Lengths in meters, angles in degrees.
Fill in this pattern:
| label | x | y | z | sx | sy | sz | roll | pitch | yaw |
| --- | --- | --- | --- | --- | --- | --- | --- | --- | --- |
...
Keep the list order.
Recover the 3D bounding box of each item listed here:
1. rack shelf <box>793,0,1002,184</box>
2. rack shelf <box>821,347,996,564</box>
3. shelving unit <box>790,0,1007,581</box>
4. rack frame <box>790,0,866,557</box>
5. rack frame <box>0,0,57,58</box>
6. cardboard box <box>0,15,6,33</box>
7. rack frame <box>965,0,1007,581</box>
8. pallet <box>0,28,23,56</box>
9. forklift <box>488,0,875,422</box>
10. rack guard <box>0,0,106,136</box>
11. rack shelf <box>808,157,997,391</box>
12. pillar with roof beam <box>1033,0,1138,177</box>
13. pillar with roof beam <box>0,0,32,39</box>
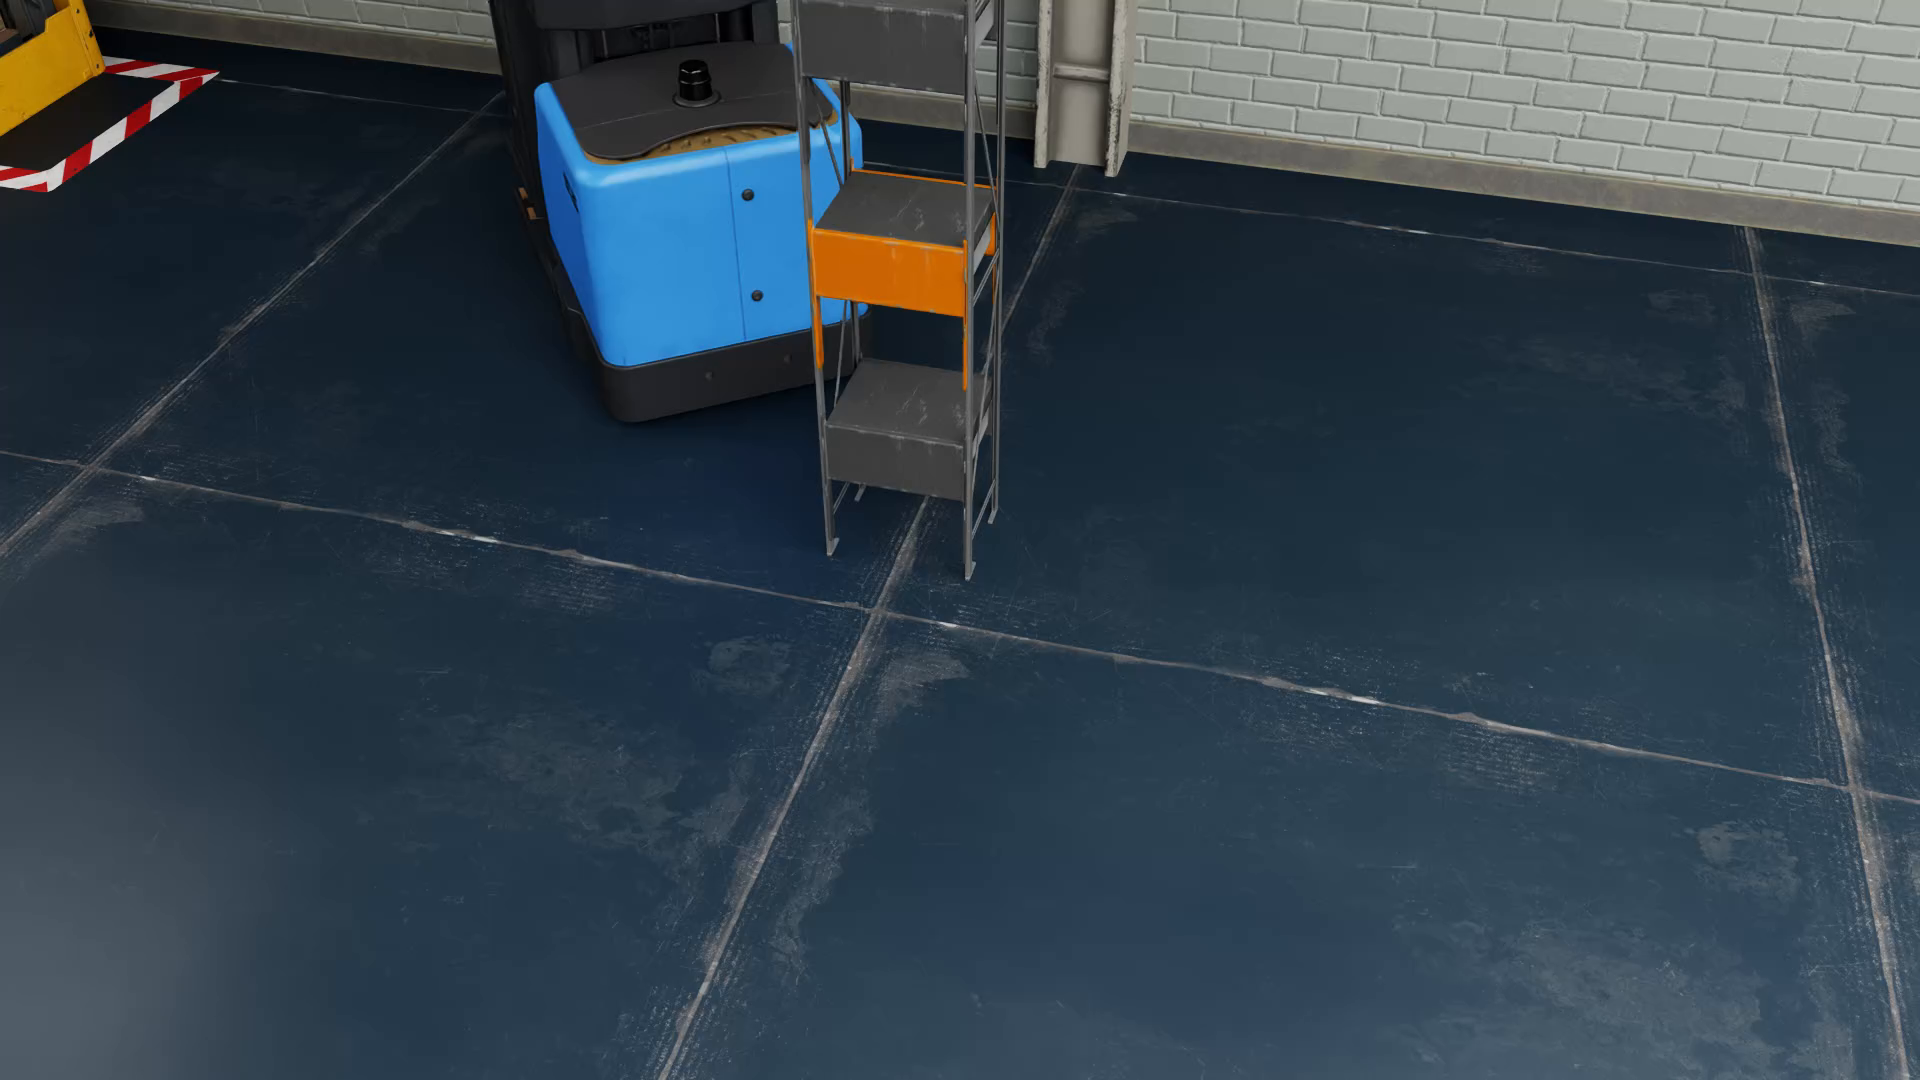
| label | x | y | z | sx | sy | sz | roll | pitch | yaw |
| --- | --- | --- | --- | --- | --- | --- | --- | --- | --- |
| rack shelf | -0.160 | -1.357 | 4.666 | 0.480 | 0.518 | 0.431 | 10 | 41 | 11 |
| rack shelf | -0.160 | -0.285 | 5.566 | 0.480 | 0.518 | 0.431 | 10 | 41 | 11 |
| shelving unit | -0.160 | -0.832 | 5.108 | 0.503 | 2.100 | 0.431 | 10 | 41 | 11 |
| rack frame | -0.396 | -0.872 | 5.156 | 0.015 | 2.100 | 0.400 | 10 | 41 | 11 |
| rack frame | -4.780 | -3.295 | 7.341 | 0.127 | 3.000 | 1.000 | 10 | 41 | 11 |
| cardboard box | -5.204 | -2.606 | 8.332 | 0.500 | 0.250 | 0.500 | 10 | 41 | 12 |
| rack frame | 0.076 | -0.791 | 5.059 | 0.015 | 2.100 | 0.400 | 10 | 41 | 11 |
| pallet | -5.529 | -2.328 | 8.358 | 1.213 | 0.211 | 1.003 | 10 | 41 | 11 |
| forklift | -1.349 | -2.510 | 6.460 | 1.130 | 2.935 | 3.031 | -14 | 42 | -17 |
| rack guard | -4.757 | -2.334 | 8.140 | 0.348 | 0.500 | 1.175 | 10 | 41 | 11 |
| rack shelf | -0.160 | -0.821 | 5.116 | 0.480 | 0.518 | 0.431 | 10 | 41 | 11 |
| pillar with roof beam | -0.536 | -2.596 | 1.844 | 0.400 | 9.000 | 9.100 | 10 | 41 | 11 |
| pillar with roof beam | -6.332 | -3.593 | 3.032 | 0.400 | 9.000 | 9.100 | 10 | 41 | 11 |
